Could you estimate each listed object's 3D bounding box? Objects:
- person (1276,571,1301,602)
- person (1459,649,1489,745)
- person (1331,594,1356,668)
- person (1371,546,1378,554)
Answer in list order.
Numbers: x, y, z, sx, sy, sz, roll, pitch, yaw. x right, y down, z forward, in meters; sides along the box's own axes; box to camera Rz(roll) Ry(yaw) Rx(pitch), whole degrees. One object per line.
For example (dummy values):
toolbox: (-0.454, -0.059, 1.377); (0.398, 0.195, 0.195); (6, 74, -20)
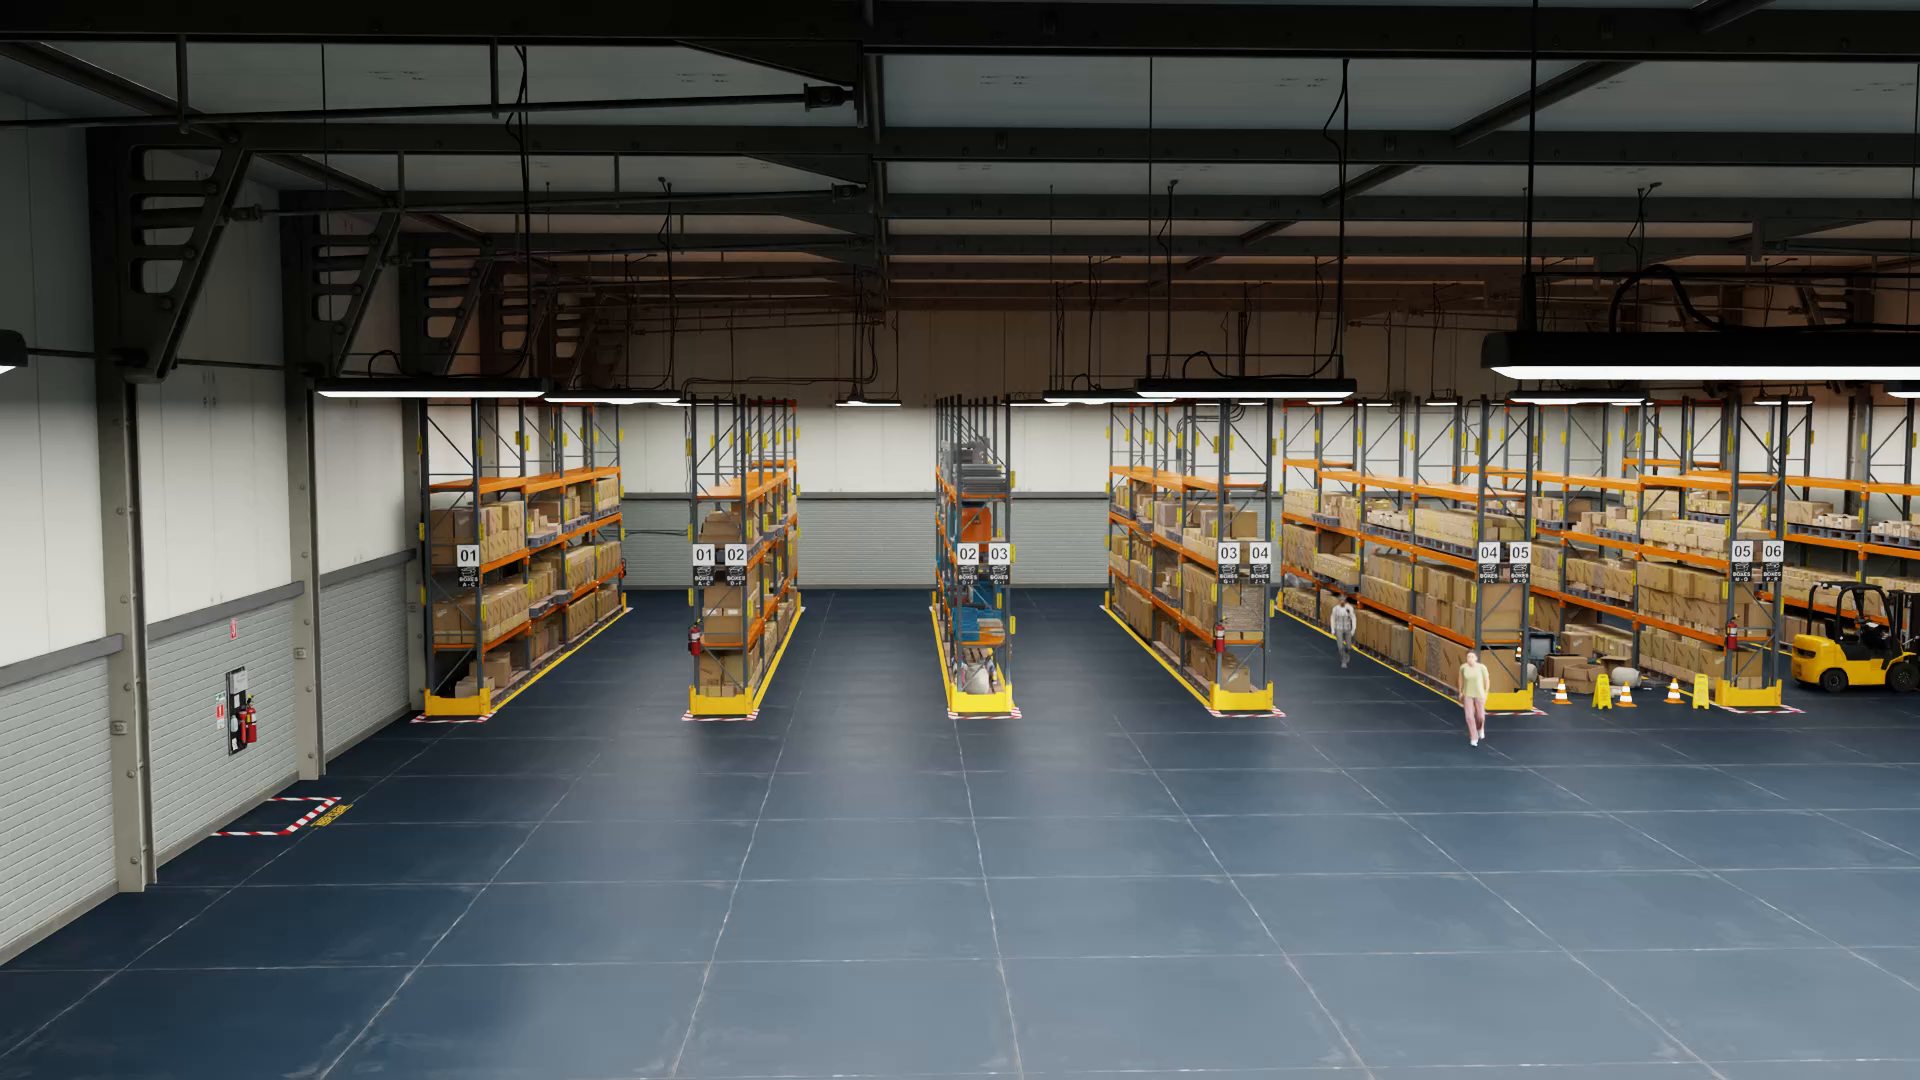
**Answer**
person: (9.794, 0.998, 48.807); (1.024, 1.737, 0.580); (1, 5, 14)
person: (8.823, 2.666, 28.542); (0.508, 1.639, 0.647); (2, 5, 21)
person: (8.534, 1.996, 37.017); (0.548, 1.648, 0.588); (1, 5, 12)
person: (12.090, 1.022, 48.461); (1.062, 1.718, 0.563); (1, 5, 17)
